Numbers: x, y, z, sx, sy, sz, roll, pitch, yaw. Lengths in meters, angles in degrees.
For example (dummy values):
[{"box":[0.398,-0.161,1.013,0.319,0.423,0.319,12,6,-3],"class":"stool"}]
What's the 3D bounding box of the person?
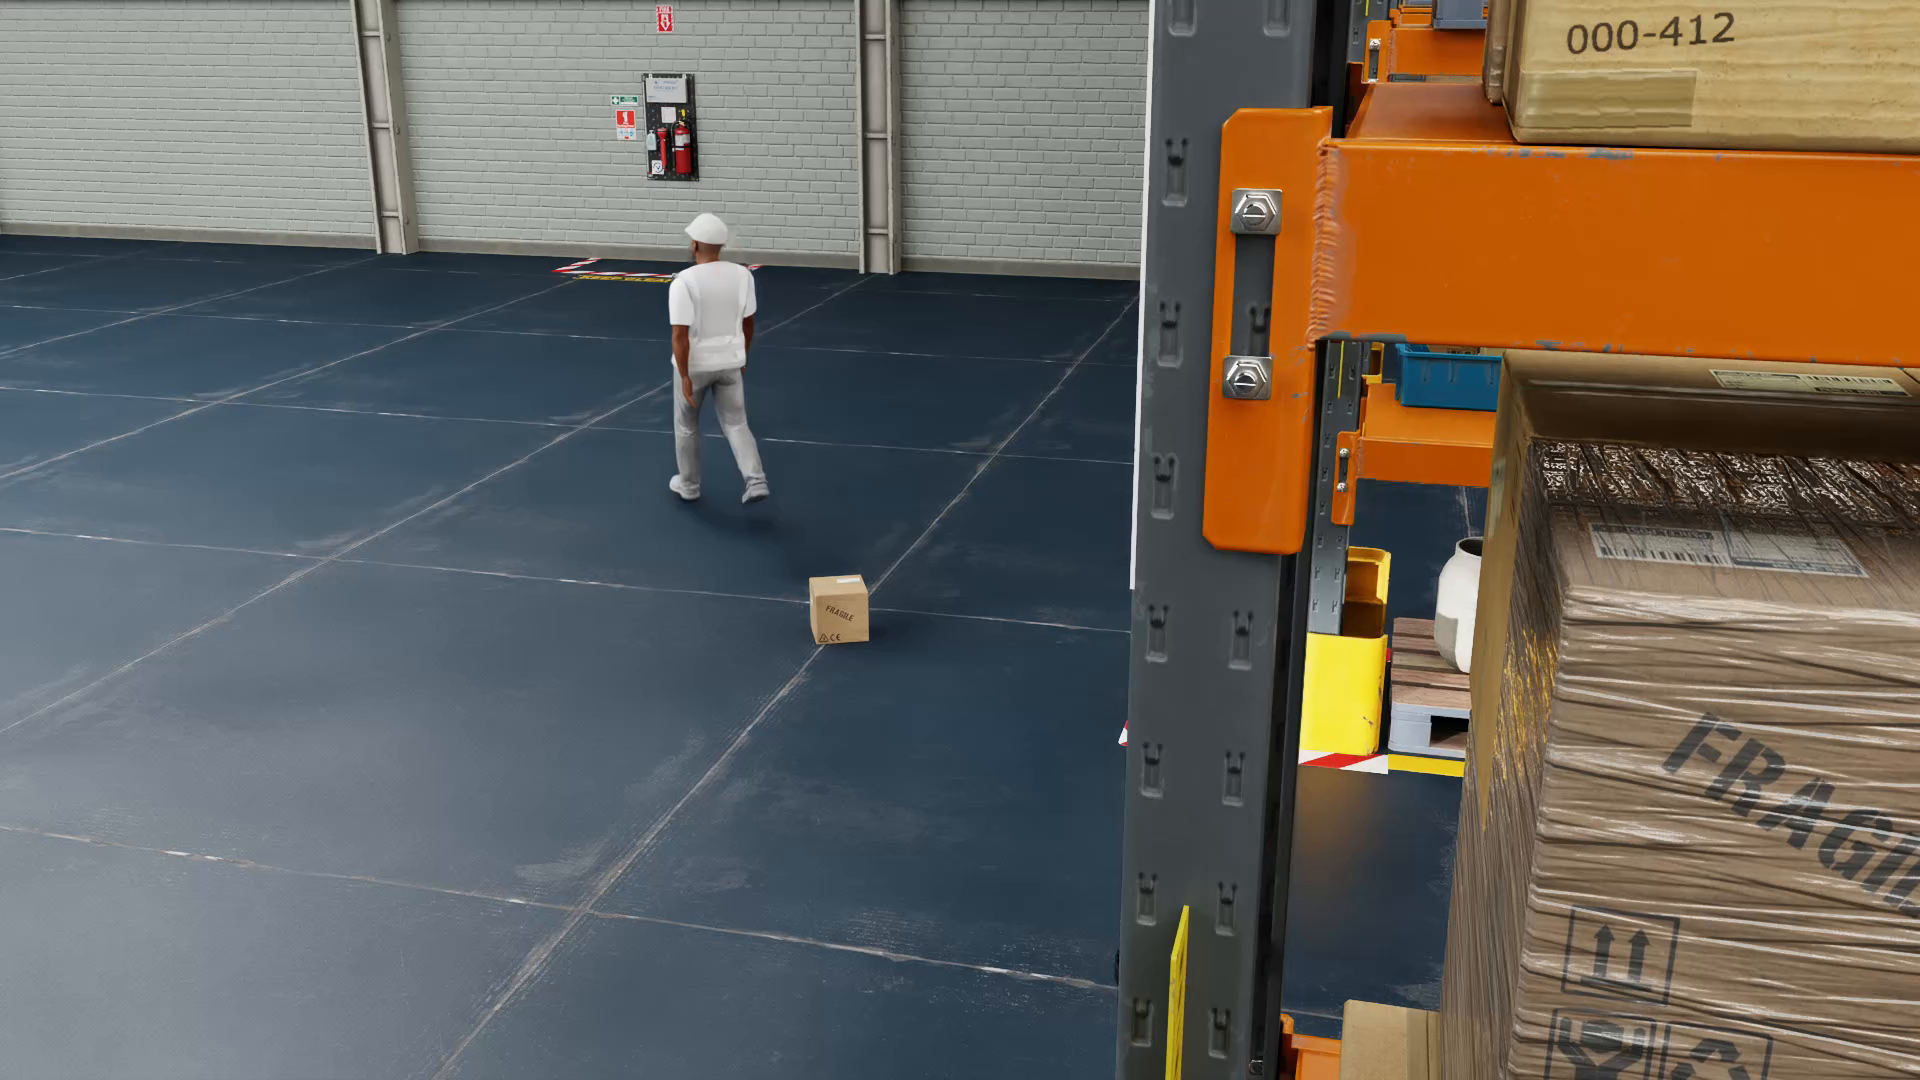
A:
[{"box":[-1.438,-1.026,9.645,0.557,1.727,0.962,-10,21,-28],"class":"person"}]
